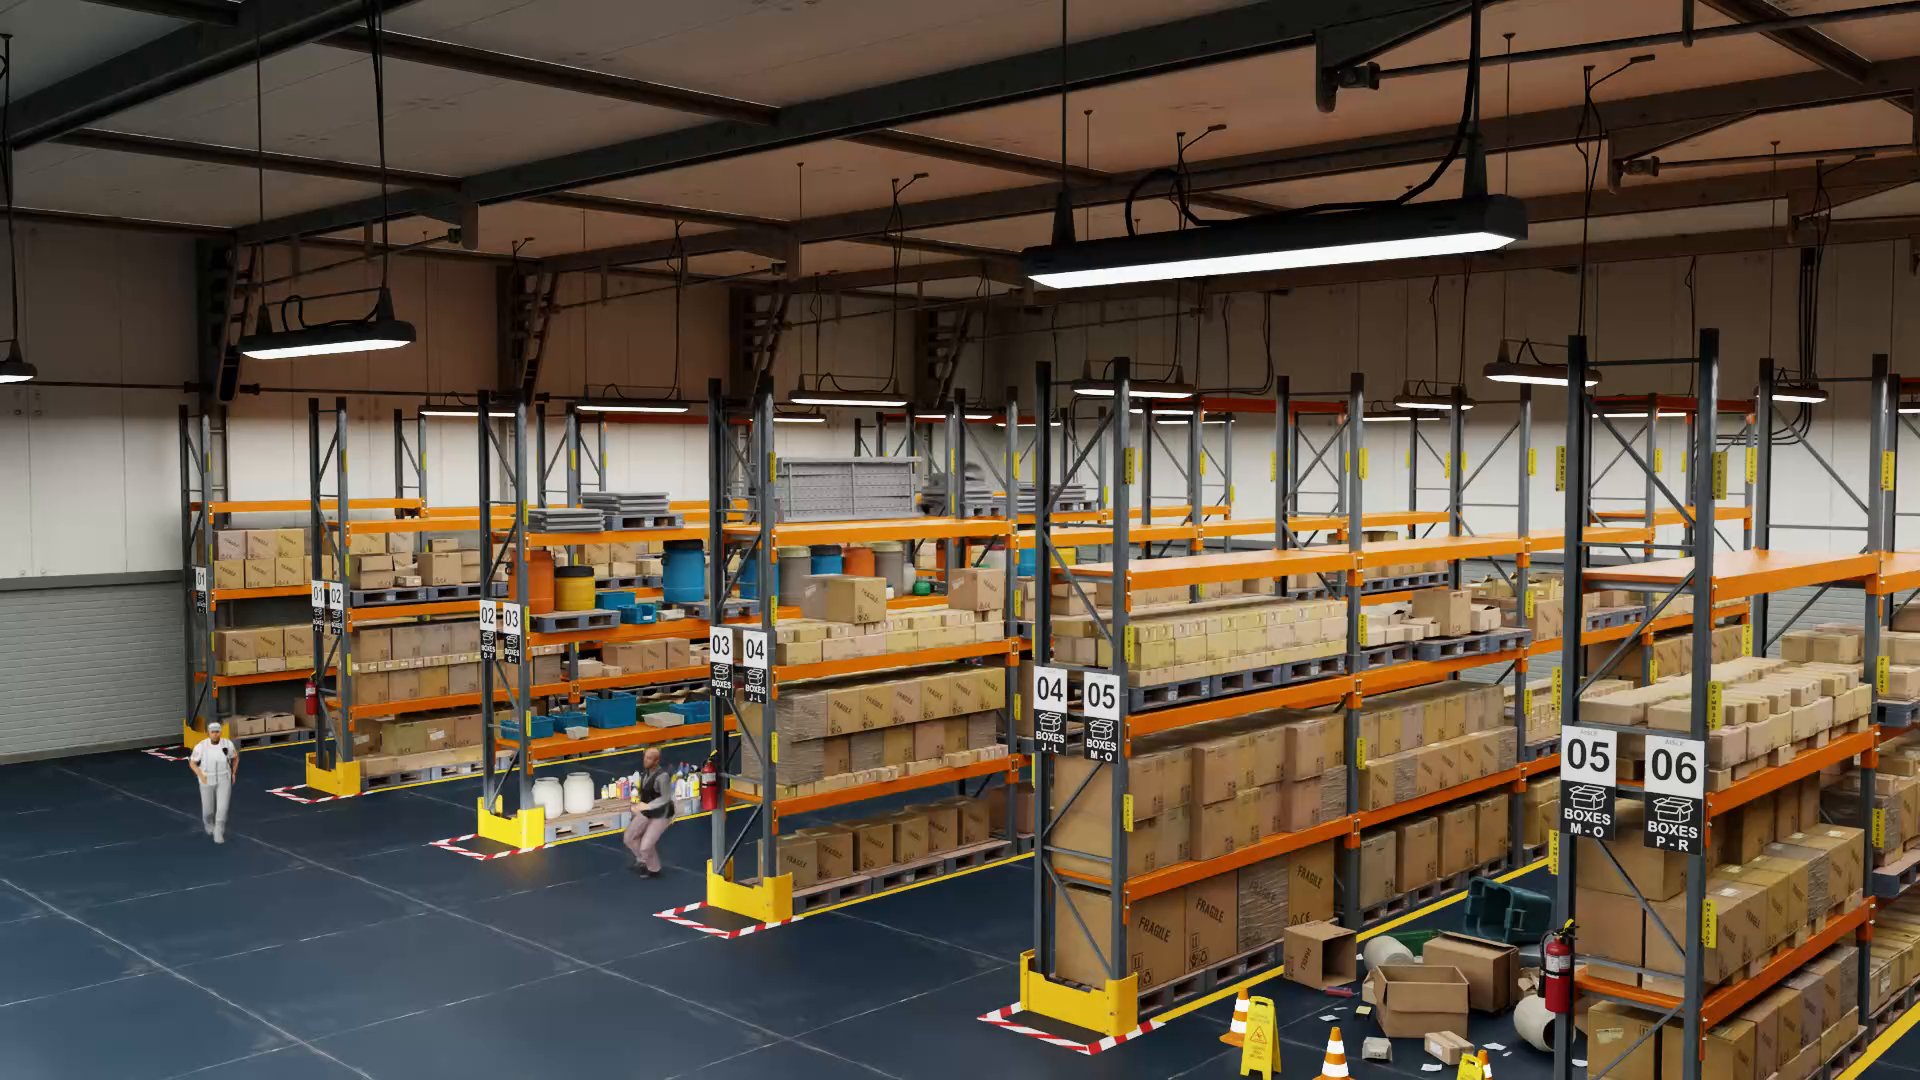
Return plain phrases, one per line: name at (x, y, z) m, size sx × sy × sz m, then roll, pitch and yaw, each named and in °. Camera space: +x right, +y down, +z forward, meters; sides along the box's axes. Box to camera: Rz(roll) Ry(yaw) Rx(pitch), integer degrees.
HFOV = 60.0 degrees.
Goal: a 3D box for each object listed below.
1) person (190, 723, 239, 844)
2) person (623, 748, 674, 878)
person at (-9.914, 3.209, 22.130) m, size 0.608 × 1.613 × 0.652 m, roll -2°, pitch 3°, yaw -28°
person at (-3.785, 3.306, 20.050) m, size 0.847 × 1.622 × 0.614 m, roll 3°, pitch 4°, yaw 42°
